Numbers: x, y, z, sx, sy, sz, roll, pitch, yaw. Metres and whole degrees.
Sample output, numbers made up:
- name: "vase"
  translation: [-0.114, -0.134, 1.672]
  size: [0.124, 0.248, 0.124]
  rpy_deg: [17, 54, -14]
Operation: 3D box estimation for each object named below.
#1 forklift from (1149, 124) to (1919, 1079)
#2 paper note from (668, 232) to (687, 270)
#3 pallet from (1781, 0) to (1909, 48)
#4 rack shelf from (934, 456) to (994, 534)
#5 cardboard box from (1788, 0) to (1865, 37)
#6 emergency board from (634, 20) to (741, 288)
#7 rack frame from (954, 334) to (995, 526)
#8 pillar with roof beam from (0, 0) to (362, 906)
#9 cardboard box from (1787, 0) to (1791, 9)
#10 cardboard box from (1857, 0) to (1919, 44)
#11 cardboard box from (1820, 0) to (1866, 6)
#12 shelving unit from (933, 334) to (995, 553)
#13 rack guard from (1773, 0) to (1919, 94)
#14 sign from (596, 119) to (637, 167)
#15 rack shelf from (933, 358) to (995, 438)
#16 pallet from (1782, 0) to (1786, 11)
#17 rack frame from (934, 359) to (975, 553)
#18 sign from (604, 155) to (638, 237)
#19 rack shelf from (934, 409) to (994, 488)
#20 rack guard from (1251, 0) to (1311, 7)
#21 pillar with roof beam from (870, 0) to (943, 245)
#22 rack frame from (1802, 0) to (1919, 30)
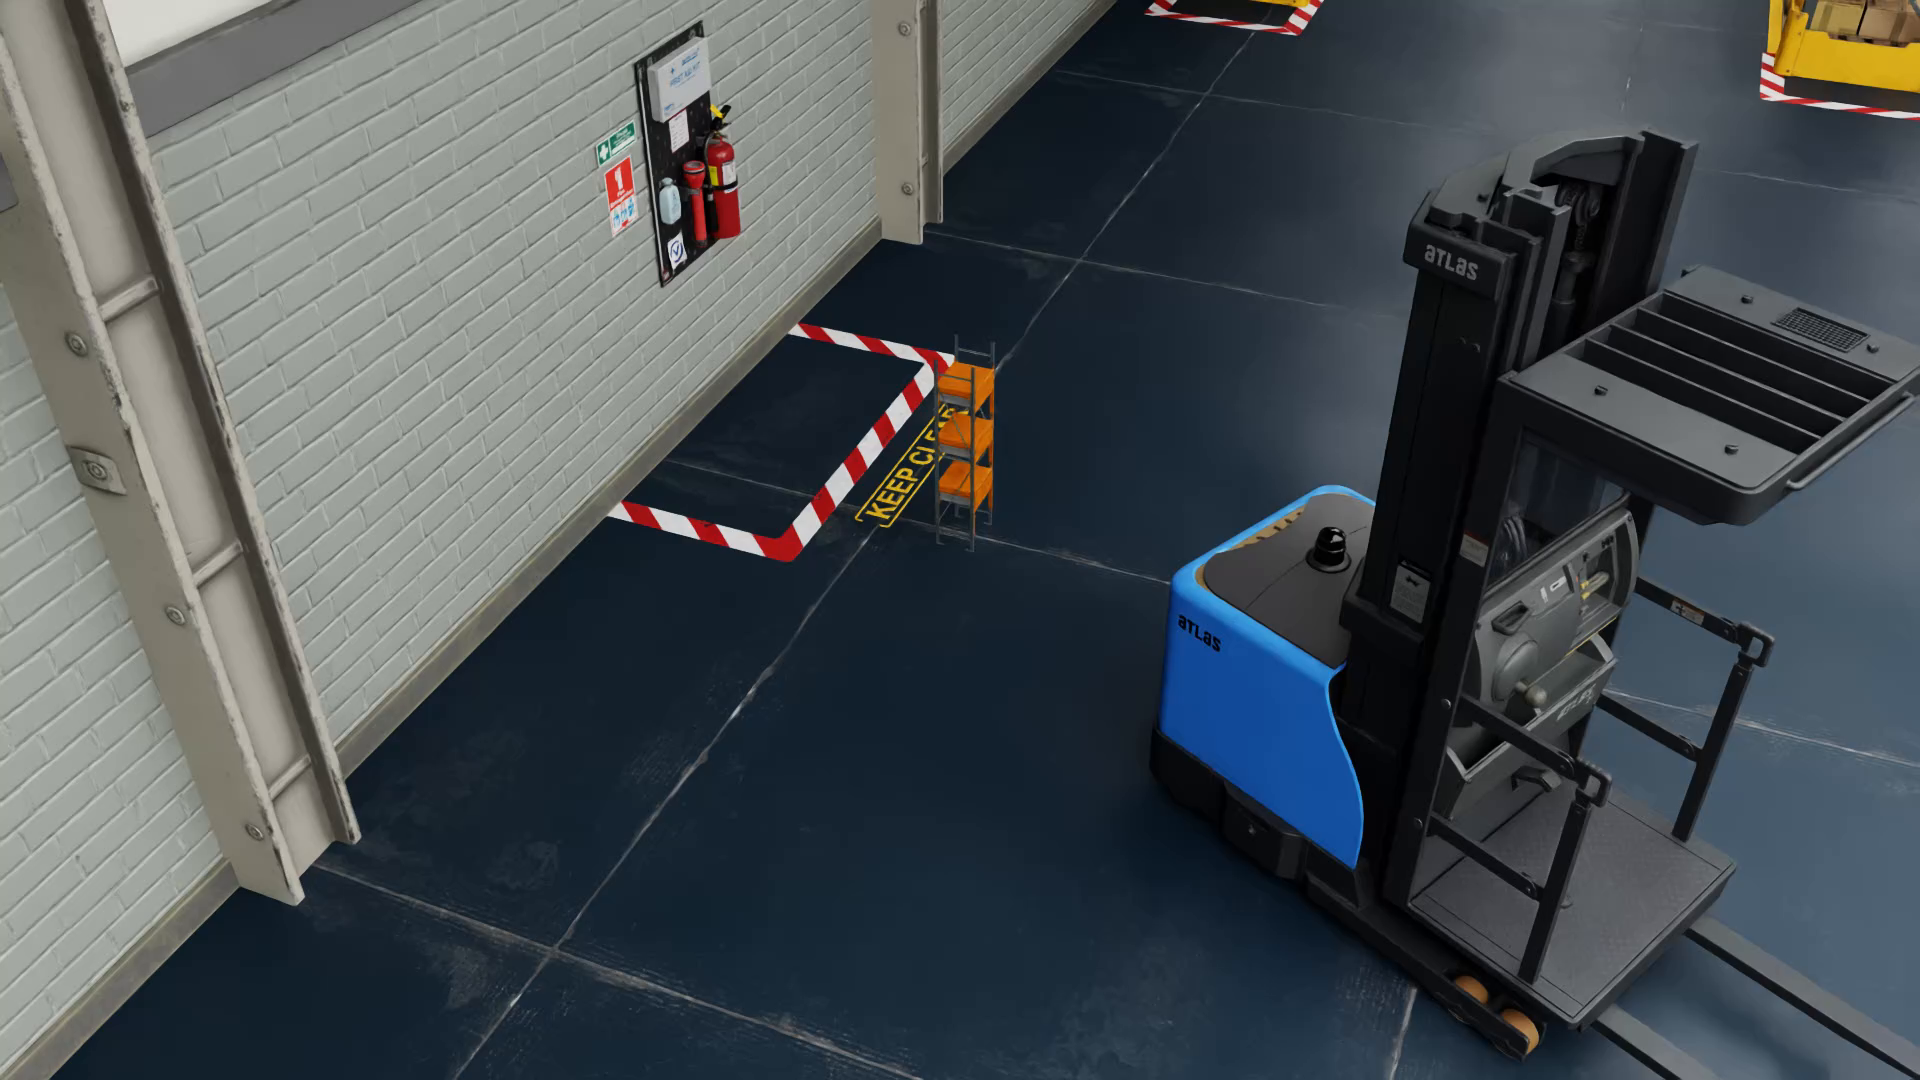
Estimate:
- name: "forklift"
  translation: [2.128, 0.291, 5.413]
  size: [1.130, 2.935, 3.031]
  rpy_deg: [-28, 45, -32]
- name: "paper note"
  translation: [-1.435, -1.469, 8.446]
  size: [0.016, 0.148, 0.142]
  rpy_deg: [14, 39, 18]
- name: "pallet"
  translation: [7.324, -4.191, 13.681]
  size: [1.003, 0.211, 1.213]
  rpy_deg: [14, 39, 18]
- name: "rack shelf"
  translation: [0.020, -0.219, 8.148]
  size: [0.215, 0.259, 0.240]
  rpy_deg: [14, 39, 18]
- name: "cardboard box"
  translation: [7.002, -4.306, 13.451]
  size: [0.500, 0.250, 0.500]
  rpy_deg: [14, 39, 18]
- name: "emergency board"
  translation: [-1.303, -1.904, 8.293]
  size: [0.194, 1.169, 0.643]
  rpy_deg: [14, 39, 18]
- name: "rack frame"
  translation: [0.067, -0.518, 8.066]
  size: [0.200, 1.050, 0.008]
  rpy_deg: [14, 39, 18]
- name: "pillar with roof beam"
  translation: [1.370, -1.364, 2.559]
  size: [9.100, 9.000, 0.400]
  rpy_deg: [14, 39, 18]
- name: "cardboard box"
  translation: [7.181, -4.586, 13.826]
  size: [0.500, 0.250, 0.500]
  rpy_deg: [14, 39, 18]
- name: "cardboard box"
  translation: [7.481, -4.188, 13.294]
  size: [0.500, 0.250, 0.500]
  rpy_deg: [14, 39, 18]
- name: "cardboard box"
  translation: [7.000, -4.607, 13.228]
  size: [0.500, 0.500, 0.500]
  rpy_deg: [14, 39, 18]
- name: "shelving unit"
  translation: [0.020, -0.450, 7.975]
  size: [0.215, 1.050, 0.252]
  rpy_deg: [14, 39, 18]
- name: "rack guard"
  translation: [7.062, -3.860, 12.997]
  size: [1.175, 0.500, 0.348]
  rpy_deg: [14, 39, 18]
- name: "sign"
  translation: [-1.599, -1.849, 7.746]
  size: [0.001, 0.109, 0.331]
  rpy_deg: [14, 39, 18]
- name: "rack shelf"
  translation: [0.020, -0.669, 7.812]
  size: [0.215, 0.259, 0.240]
  rpy_deg: [14, 39, 18]
- name: "pallet"
  translation: [7.789, -4.864, 14.581]
  size: [1.003, 0.211, 1.213]
  rpy_deg: [14, 39, 18]
- name: "rack frame"
  translation: [-0.026, -0.383, 7.885]
  size: [0.200, 1.050, 0.008]
  rpy_deg: [14, 39, 18]
- name: "sign"
  translation: [-1.609, -1.636, 7.904]
  size: [0.001, 0.329, 0.234]
  rpy_deg: [14, 39, 18]
- name: "rack shelf"
  translation: [0.020, -0.442, 7.982]
  size: [0.215, 0.259, 0.240]
  rpy_deg: [14, 39, 18]
- name: "rack guard"
  translation: [2.518, -5.042, 14.578]
  size: [1.175, 0.500, 0.348]
  rpy_deg: [14, 39, 18]
- name: "pillar with roof beam"
  translation: [3.653, -4.686, 7.003]
  size: [9.100, 9.000, 0.400]
  rpy_deg: [14, 39, 18]
- name: "rack frame"
  translation: [7.071, -4.875, 12.267]
  size: [1.000, 3.000, 0.127]
  rpy_deg: [14, 39, 18]
